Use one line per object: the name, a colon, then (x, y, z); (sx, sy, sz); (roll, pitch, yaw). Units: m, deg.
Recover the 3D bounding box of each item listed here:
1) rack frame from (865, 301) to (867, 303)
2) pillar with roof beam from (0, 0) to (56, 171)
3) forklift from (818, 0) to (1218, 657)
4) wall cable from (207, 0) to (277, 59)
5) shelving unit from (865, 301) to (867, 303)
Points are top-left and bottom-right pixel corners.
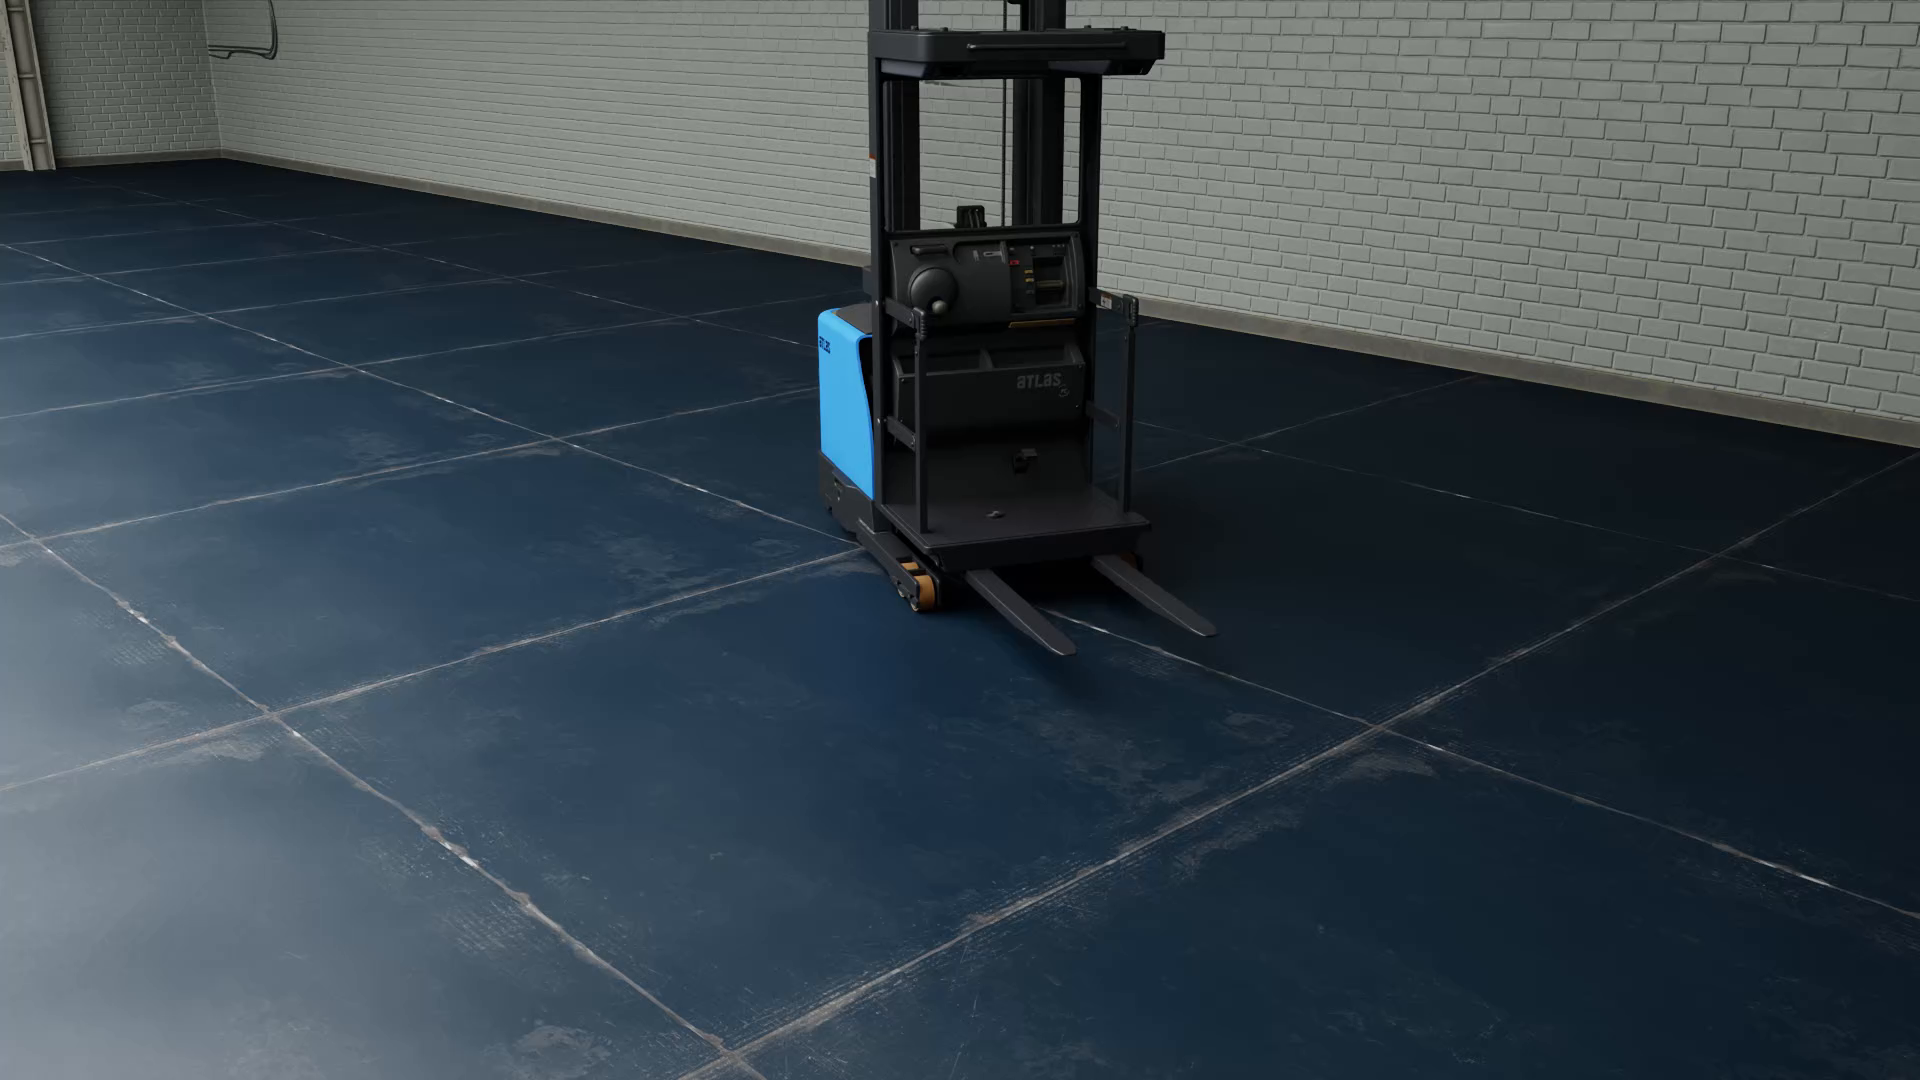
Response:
rack frame: (-0.483, -0.779, 9.183); (0.008, 1.050, 0.200); (-7, 19, -19)
pillar with roof beam: (-12.051, -9.364, 22.776); (0.400, 9.000, 9.100); (-16, 24, -41)
forklift: (0.207, -1.213, 7.474); (1.130, 2.935, 3.031); (-6, 19, -18)
wall cable: (-11.960, -9.180, 27.242); (0.112, 2.526, 3.097); (-16, 24, -41)
shelving unit: (-0.369, -0.792, 9.224); (0.252, 1.050, 0.215); (-7, 19, -19)
